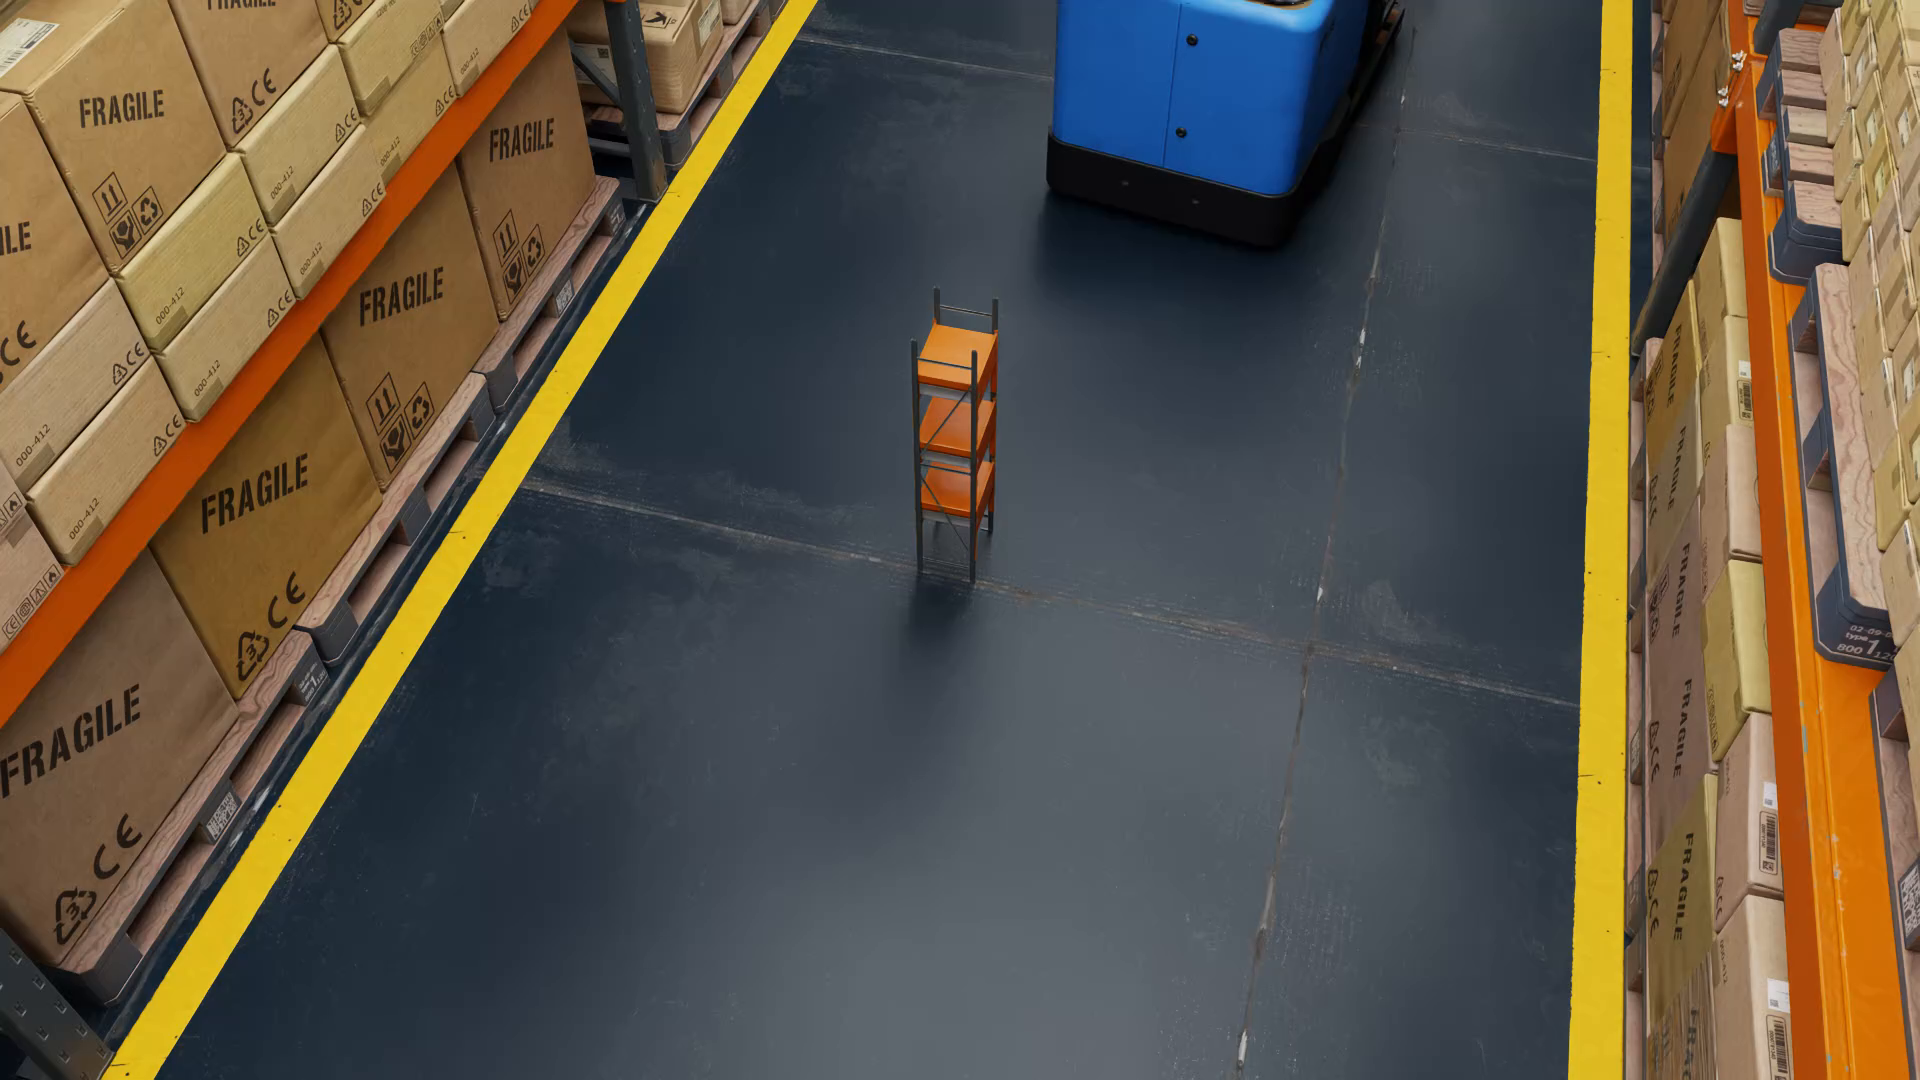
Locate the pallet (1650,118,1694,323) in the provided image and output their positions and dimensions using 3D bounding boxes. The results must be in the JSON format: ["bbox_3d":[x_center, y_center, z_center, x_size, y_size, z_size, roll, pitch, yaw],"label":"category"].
[{"bbox_3d":[3.346,-1.271,6.731,1.003,0.211,1.213,12,50,10],"label":"pallet"}]

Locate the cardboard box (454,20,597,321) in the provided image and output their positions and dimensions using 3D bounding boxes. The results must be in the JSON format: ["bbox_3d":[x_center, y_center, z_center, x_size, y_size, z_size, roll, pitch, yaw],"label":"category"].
[{"bbox_3d":[-1.999,-1.494,6.205,0.875,0.875,0.875,11,50,10],"label":"cardboard box"}]

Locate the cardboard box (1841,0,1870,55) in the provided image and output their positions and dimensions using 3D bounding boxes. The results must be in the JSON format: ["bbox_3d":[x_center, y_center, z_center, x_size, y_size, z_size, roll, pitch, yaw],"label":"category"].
[{"bbox_3d":[2.745,-1.482,4.747,0.380,0.149,0.250,14,50,12],"label":"cardboard box"}]

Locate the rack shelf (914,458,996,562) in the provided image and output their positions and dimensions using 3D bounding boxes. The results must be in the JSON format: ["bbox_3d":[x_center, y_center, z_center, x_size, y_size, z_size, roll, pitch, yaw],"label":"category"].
[{"bbox_3d":[-0.014,-0.118,5.539,0.215,0.259,0.240,12,50,10],"label":"rack shelf"}]

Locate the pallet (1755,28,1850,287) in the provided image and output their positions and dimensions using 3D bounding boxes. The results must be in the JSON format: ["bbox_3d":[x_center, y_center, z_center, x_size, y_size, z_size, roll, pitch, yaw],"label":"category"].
[{"bbox_3d":[2.981,-1.038,4.793,1.213,0.211,1.003,12,50,10],"label":"pallet"}]

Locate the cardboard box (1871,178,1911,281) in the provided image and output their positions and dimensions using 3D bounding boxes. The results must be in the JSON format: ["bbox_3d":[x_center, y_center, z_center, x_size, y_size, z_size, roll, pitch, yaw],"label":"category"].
[{"bbox_3d":[2.476,-0.729,4.082,0.380,0.149,0.250,12,50,10],"label":"cardboard box"}]

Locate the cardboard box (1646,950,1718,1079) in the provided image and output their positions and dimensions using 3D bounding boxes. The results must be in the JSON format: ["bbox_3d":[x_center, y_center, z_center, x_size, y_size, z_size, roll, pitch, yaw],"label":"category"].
[{"bbox_3d":[1.964,1.359,3.937,0.500,0.500,0.500,11,49,9],"label":"cardboard box"}]

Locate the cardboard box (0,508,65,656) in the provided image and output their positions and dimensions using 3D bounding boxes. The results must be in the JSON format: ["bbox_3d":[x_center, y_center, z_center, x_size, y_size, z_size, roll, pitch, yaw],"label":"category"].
[{"bbox_3d":[-2.419,0.135,3.730,0.500,0.250,0.500,11,49,9],"label":"cardboard box"}]

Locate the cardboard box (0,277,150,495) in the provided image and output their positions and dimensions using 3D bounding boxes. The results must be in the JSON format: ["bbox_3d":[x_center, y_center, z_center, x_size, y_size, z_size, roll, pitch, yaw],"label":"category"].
[{"bbox_3d":[-2.291,-0.409,3.877,0.500,0.250,0.500,12,50,11],"label":"cardboard box"}]

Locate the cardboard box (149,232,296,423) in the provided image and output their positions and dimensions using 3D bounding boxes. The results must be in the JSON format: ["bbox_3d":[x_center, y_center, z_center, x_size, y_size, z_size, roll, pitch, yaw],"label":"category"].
[{"bbox_3d":[-2.134,-0.607,4.385,0.500,0.250,0.500,11,50,10],"label":"cardboard box"}]

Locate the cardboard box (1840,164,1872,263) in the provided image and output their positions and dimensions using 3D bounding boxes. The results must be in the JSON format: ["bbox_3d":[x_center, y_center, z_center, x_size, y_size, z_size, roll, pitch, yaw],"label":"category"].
[{"bbox_3d":[2.542,-0.825,4.365,0.380,0.149,0.250,14,50,12],"label":"cardboard box"}]

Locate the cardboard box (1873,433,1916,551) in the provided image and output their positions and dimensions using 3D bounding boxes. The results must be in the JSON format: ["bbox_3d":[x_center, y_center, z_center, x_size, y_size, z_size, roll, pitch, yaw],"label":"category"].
[{"bbox_3d":[2.266,-0.070,3.698,0.380,0.149,0.250,14,50,12],"label":"cardboard box"}]

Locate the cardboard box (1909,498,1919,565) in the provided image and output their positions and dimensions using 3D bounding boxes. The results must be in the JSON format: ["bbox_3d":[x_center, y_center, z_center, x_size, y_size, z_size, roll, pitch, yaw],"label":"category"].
[{"bbox_3d":[2.201,0.018,3.422,0.380,0.149,0.250,9,49,8],"label":"cardboard box"}]

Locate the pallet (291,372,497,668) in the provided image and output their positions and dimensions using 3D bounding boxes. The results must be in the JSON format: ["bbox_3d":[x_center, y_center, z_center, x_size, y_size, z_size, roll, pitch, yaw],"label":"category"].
[{"bbox_3d":[-2.340,-0.184,5.771,1.003,0.211,1.213,12,50,10],"label":"pallet"}]

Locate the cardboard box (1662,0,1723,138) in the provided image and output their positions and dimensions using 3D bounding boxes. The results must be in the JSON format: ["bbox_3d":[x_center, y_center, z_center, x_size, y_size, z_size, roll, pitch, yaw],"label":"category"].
[{"bbox_3d":[3.539,-2.088,6.813,1.050,0.750,0.750,12,50,11],"label":"cardboard box"}]

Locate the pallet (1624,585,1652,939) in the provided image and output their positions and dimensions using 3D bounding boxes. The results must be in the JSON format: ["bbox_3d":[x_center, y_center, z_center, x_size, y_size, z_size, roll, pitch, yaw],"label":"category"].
[{"bbox_3d":[2.535,0.729,4.965,1.003,0.211,1.213,12,50,10],"label":"pallet"}]

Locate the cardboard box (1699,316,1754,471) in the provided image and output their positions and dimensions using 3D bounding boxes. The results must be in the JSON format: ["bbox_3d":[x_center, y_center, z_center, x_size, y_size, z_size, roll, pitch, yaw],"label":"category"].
[{"bbox_3d":[2.517,-0.380,4.972,0.500,0.250,0.500,11,49,10],"label":"cardboard box"}]

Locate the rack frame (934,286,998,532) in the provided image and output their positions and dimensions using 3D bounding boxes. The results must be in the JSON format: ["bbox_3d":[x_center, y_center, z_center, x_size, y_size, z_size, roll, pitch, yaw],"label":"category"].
[{"bbox_3d":[0.018,-0.397,5.400,0.200,1.050,0.008,12,50,10],"label":"rack frame"}]

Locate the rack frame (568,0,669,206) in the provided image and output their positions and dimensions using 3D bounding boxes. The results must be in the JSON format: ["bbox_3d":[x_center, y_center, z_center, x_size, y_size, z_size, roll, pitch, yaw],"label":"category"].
[{"bbox_3d":[-1.737,-2.542,5.993,1.000,3.000,0.127,12,50,10],"label":"rack frame"}]

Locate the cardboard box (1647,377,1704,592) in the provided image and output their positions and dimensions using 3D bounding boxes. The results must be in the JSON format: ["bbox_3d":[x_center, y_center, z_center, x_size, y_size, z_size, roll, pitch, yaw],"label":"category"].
[{"bbox_3d":[2.504,-0.124,5.246,0.500,0.500,0.500,12,50,10],"label":"cardboard box"}]

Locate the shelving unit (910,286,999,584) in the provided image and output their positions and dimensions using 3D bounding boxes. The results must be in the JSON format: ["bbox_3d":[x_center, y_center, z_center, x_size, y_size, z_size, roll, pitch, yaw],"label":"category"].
[{"bbox_3d":[-0.014,-0.309,5.322,0.215,1.050,0.252,12,50,10],"label":"shelving unit"}]

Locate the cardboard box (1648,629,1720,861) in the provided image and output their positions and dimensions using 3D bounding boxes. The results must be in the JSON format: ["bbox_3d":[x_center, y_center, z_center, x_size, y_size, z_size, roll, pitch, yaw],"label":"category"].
[{"bbox_3d":[2.239,0.617,4.592,0.500,0.500,0.500,11,49,9],"label":"cardboard box"}]

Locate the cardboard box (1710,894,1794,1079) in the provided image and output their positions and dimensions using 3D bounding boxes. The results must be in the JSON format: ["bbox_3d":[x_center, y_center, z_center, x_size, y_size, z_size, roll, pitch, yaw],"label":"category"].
[{"bbox_3d":[1.965,1.107,3.659,0.500,0.250,0.500,10,49,9],"label":"cardboard box"}]

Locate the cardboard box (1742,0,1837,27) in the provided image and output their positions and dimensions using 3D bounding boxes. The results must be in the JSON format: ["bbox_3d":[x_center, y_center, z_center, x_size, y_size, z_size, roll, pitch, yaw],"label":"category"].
[{"bbox_3d":[2.925,-2.050,5.492,0.500,0.500,0.500,12,50,10],"label":"cardboard box"}]

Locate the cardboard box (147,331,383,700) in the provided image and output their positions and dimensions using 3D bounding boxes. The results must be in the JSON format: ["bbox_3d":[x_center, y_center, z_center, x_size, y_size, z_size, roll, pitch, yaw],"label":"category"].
[{"bbox_3d":[-2.473,-0.203,5.066,0.875,0.875,0.875,13,50,11],"label":"cardboard box"}]

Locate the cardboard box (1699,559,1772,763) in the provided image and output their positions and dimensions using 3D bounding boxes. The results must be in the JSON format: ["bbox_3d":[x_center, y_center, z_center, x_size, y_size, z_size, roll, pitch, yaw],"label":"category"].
[{"bbox_3d":[2.238,0.353,4.325,0.500,0.250,0.500,10,49,8],"label":"cardboard box"}]

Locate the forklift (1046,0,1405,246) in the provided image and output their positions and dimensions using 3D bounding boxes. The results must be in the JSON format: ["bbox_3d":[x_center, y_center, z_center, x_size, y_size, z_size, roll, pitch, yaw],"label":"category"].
[{"bbox_3d":[1.425,-3.278,6.688,1.130,2.935,3.031,19,51,16],"label":"forklift"}]

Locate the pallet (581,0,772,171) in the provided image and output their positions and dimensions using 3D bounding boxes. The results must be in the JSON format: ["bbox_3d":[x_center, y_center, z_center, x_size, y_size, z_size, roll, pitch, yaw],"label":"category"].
[{"bbox_3d":[-1.529,-2.184,7.537,1.003,0.211,1.213,12,50,10],"label":"pallet"}]

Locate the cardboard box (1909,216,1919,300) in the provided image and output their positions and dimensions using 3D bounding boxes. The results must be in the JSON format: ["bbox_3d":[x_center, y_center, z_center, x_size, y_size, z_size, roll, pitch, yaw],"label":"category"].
[{"bbox_3d":[2.413,-0.644,3.808,0.380,0.149,0.250,13,50,11],"label":"cardboard box"}]

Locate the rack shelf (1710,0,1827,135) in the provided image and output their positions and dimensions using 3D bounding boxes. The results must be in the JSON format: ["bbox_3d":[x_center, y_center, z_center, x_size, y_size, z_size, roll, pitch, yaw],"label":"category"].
[{"bbox_3d":[3.592,-2.846,6.741,1.077,0.370,4.000,12,50,10],"label":"rack shelf"}]

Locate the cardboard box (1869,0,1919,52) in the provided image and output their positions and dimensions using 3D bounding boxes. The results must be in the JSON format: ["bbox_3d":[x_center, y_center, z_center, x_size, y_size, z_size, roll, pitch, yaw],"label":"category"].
[{"bbox_3d":[2.689,-1.400,4.475,0.380,0.149,0.250,10,49,9],"label":"cardboard box"}]

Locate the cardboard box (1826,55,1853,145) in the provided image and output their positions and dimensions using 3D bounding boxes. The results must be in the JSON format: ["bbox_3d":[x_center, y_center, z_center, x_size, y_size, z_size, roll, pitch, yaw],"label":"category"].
[{"bbox_3d":[2.682,-1.216,4.710,0.380,0.149,0.250,14,50,12],"label":"cardboard box"}]

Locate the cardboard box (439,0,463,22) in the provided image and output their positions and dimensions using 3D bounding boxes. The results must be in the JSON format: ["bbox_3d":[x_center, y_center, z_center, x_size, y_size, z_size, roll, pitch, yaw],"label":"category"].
[{"bbox_3d":[-1.750,-1.885,5.180,0.500,0.250,0.500,10,49,9],"label":"cardboard box"}]

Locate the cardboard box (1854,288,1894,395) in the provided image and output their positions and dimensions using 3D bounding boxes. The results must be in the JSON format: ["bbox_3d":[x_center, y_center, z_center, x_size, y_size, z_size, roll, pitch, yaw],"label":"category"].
[{"bbox_3d":[2.406,-0.450,4.034,0.380,0.149,0.250,12,50,11],"label":"cardboard box"}]

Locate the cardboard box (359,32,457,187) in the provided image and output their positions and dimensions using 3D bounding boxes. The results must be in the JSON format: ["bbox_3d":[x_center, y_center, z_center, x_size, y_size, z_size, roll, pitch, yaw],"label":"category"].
[{"bbox_3d":[-1.887,-1.341,5.033,0.500,0.250,0.500,11,50,10],"label":"cardboard box"}]

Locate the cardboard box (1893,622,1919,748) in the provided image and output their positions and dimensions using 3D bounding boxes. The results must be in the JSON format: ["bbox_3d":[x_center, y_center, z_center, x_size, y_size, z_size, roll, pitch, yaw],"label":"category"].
[{"bbox_3d":[2.128,0.324,3.351,0.380,0.149,0.250,9,49,8],"label":"cardboard box"}]

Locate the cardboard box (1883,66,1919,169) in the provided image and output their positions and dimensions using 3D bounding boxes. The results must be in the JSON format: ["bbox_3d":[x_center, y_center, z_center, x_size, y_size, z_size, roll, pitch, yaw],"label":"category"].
[{"bbox_3d":[2.550,-1.032,4.151,0.380,0.149,0.250,10,49,8],"label":"cardboard box"}]

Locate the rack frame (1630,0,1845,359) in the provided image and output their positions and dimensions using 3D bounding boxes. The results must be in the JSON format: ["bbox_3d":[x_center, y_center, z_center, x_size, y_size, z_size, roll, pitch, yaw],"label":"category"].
[{"bbox_3d":[3.066,-1.638,5.195,1.000,3.000,0.127,12,50,10],"label":"rack frame"}]

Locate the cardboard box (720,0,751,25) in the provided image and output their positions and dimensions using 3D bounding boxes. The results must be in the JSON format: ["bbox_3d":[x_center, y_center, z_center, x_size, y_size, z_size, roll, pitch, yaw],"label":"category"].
[{"bbox_3d":[-1.392,-2.753,7.652,0.950,0.372,0.625,11,49,9],"label":"cardboard box"}]

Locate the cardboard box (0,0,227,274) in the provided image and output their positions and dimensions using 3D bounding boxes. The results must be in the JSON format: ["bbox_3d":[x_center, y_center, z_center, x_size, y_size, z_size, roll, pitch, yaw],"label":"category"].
[{"bbox_3d":[-2.155,-1.010,3.907,0.500,0.500,0.500,10,49,9],"label":"cardboard box"}]

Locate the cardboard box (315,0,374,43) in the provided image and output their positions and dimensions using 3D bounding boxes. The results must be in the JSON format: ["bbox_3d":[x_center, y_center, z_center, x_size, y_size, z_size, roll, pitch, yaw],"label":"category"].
[{"bbox_3d":[-1.885,-1.749,4.560,0.500,0.500,0.500,12,50,10],"label":"cardboard box"}]

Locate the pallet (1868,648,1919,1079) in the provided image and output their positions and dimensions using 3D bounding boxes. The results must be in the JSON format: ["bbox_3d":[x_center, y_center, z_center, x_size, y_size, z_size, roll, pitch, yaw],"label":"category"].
[{"bbox_3d":[2.354,0.795,3.176,1.003,0.211,1.213,12,50,10],"label":"pallet"}]

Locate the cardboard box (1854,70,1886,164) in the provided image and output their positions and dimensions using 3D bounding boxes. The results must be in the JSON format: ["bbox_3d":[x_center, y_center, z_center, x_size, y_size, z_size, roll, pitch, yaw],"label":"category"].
[{"bbox_3d":[2.608,-1.092,4.402,0.380,0.149,0.250,10,49,9],"label":"cardboard box"}]

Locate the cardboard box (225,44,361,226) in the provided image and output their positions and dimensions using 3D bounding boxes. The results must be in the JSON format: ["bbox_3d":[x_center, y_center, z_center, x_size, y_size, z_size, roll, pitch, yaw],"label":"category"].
[{"bbox_3d":[-2.002,-1.135,4.518,0.500,0.250,0.500,10,49,9],"label":"cardboard box"}]

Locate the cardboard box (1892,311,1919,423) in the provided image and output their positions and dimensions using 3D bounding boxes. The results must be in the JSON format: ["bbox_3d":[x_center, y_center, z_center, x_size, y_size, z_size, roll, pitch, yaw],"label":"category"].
[{"bbox_3d":[2.340,-0.354,3.751,0.380,0.149,0.250,13,50,11],"label":"cardboard box"}]

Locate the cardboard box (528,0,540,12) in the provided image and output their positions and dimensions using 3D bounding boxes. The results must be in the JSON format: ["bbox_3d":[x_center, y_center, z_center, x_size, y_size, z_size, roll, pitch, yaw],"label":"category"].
[{"bbox_3d":[-1.619,-2.075,5.681,0.500,0.250,0.500,10,49,9],"label":"cardboard box"}]
